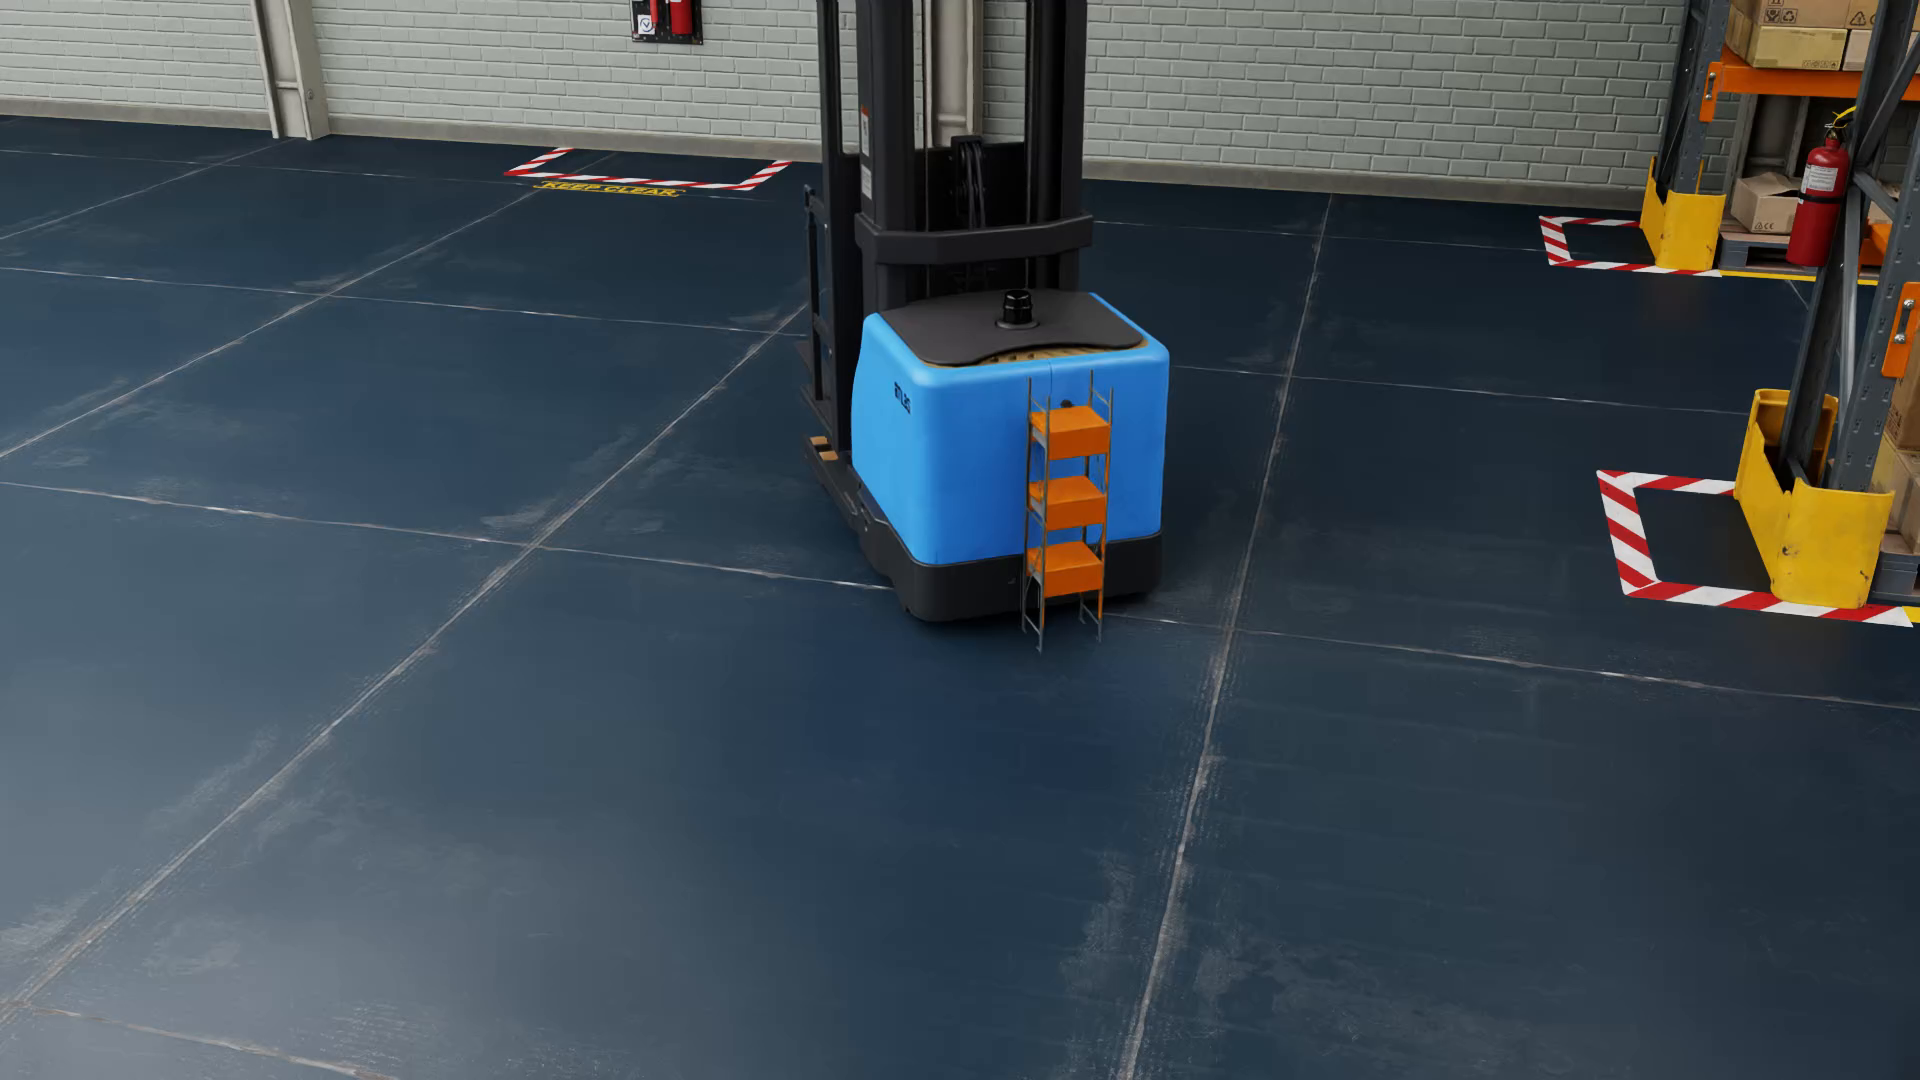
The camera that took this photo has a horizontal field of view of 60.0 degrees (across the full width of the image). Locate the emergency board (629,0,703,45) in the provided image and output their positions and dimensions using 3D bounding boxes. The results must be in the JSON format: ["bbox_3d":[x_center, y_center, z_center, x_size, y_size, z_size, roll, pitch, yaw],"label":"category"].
[{"bbox_3d":[-2.433,-4.599,13.421,0.643,1.169,0.194,6,26,13],"label":"emergency board"}]

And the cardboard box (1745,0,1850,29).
[{"bbox_3d":[5.255,-3.495,10.380,0.500,0.500,0.500,6,26,13],"label":"cardboard box"}]

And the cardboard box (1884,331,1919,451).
[{"bbox_3d":[4.231,-0.682,7.030,0.500,0.500,0.500,6,26,13],"label":"cardboard box"}]

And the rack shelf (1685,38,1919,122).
[{"bbox_3d":[6.805,-2.852,10.588,4.000,0.370,1.077,6,26,13],"label":"rack shelf"}]

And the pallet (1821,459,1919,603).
[{"bbox_3d":[4.389,-0.005,7.015,1.213,0.211,1.003,6,26,13],"label":"pallet"}]

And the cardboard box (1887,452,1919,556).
[{"bbox_3d":[4.102,-0.127,6.737,0.500,0.250,0.500,6,26,13],"label":"cardboard box"}]

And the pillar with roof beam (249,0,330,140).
[{"bbox_3d":[-6.933,-5.878,9.127,0.400,9.000,9.100,6,26,13],"label":"pillar with roof beam"}]

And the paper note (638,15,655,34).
[{"bbox_3d":[-2.588,-4.249,13.710,0.142,0.148,0.016,6,26,13],"label":"paper note"}]

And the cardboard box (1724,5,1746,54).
[{"bbox_3d":[5.369,-3.363,10.976,0.500,0.250,0.500,7,26,14],"label":"cardboard box"}]

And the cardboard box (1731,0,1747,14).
[{"bbox_3d":[5.377,-3.709,10.830,0.500,0.500,0.500,6,26,12],"label":"cardboard box"}]

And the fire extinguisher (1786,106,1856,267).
[{"bbox_3d":[3.639,-1.500,7.000,0.183,0.674,0.296,6,26,13],"label":"fire extinguisher"}]

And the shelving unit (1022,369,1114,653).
[{"bbox_3d":[0.396,-0.099,6.231,0.252,1.050,0.215,-8,28,-17],"label":"shelving unit"}]

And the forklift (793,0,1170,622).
[{"bbox_3d":[-0.115,-1.619,7.240,1.130,2.935,3.031,-8,27,-16],"label":"forklift"}]

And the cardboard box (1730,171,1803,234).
[{"bbox_3d":[5.516,-2.264,11.133,0.500,0.311,0.500,3,26,7],"label":"cardboard box"}]

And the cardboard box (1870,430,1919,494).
[{"bbox_3d":[4.231,-0.342,7.190,0.500,0.250,0.500,6,26,13],"label":"cardboard box"}]

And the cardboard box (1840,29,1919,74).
[{"bbox_3d":[5.768,-3.098,10.420,0.500,0.250,0.500,5,26,11],"label":"cardboard box"}]

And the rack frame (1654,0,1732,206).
[{"bbox_3d":[4.868,-3.391,10.884,0.127,3.000,1.000,6,26,13],"label":"rack frame"}]

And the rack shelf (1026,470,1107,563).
[{"bbox_3d":[0.396,-0.089,6.235,0.240,0.259,0.215,-8,28,-17],"label":"rack shelf"}]

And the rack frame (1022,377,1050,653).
[{"bbox_3d":[0.280,-0.082,6.195,0.008,1.050,0.200,-8,28,-17],"label":"rack frame"}]

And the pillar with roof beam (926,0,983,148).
[{"bbox_3d":[-1.122,-5.235,7.778,0.400,9.000,9.100,6,26,13],"label":"pillar with roof beam"}]

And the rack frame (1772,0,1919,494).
[{"bbox_3d":[3.638,-1.329,6.551,0.127,3.000,1.000,6,26,13],"label":"rack frame"}]

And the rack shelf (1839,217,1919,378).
[{"bbox_3d":[5.575,-0.790,6.256,4.000,0.370,1.077,6,26,13],"label":"rack shelf"}]

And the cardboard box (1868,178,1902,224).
[{"bbox_3d":[6.068,-2.203,11.005,0.500,0.311,0.500,9,27,17],"label":"cardboard box"}]

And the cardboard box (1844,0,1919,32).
[{"bbox_3d":[5.732,-3.438,10.260,0.500,0.500,0.500,6,26,13],"label":"cardboard box"}]

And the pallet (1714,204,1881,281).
[{"bbox_3d":[5.720,-2.022,11.252,1.213,0.211,1.003,6,26,13],"label":"pallet"}]

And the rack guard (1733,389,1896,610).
[{"bbox_3d":[3.615,-0.202,7.094,0.348,0.500,1.175,6,26,13],"label":"rack guard"}]

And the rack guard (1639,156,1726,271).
[{"bbox_3d":[4.942,-2.254,11.404,0.348,0.500,1.175,6,26,13],"label":"rack guard"}]

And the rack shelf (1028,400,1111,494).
[{"bbox_3d":[0.397,-0.343,6.109,0.240,0.259,0.215,-8,28,-17],"label":"rack shelf"}]

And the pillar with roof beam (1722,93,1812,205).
[{"bbox_3d":[4.689,-4.593,6.429,0.400,9.000,9.100,6,26,13],"label":"pillar with roof beam"}]

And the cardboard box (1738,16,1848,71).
[{"bbox_3d":[5.261,-3.148,10.524,0.500,0.250,0.500,6,26,11],"label":"cardboard box"}]

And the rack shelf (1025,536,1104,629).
[{"bbox_3d":[0.394,0.159,6.360,0.240,0.259,0.215,-8,28,-17],"label":"rack shelf"}]

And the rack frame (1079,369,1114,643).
[{"bbox_3d":[0.511,-0.116,6.267,0.008,1.050,0.200,-8,28,-17],"label":"rack frame"}]
